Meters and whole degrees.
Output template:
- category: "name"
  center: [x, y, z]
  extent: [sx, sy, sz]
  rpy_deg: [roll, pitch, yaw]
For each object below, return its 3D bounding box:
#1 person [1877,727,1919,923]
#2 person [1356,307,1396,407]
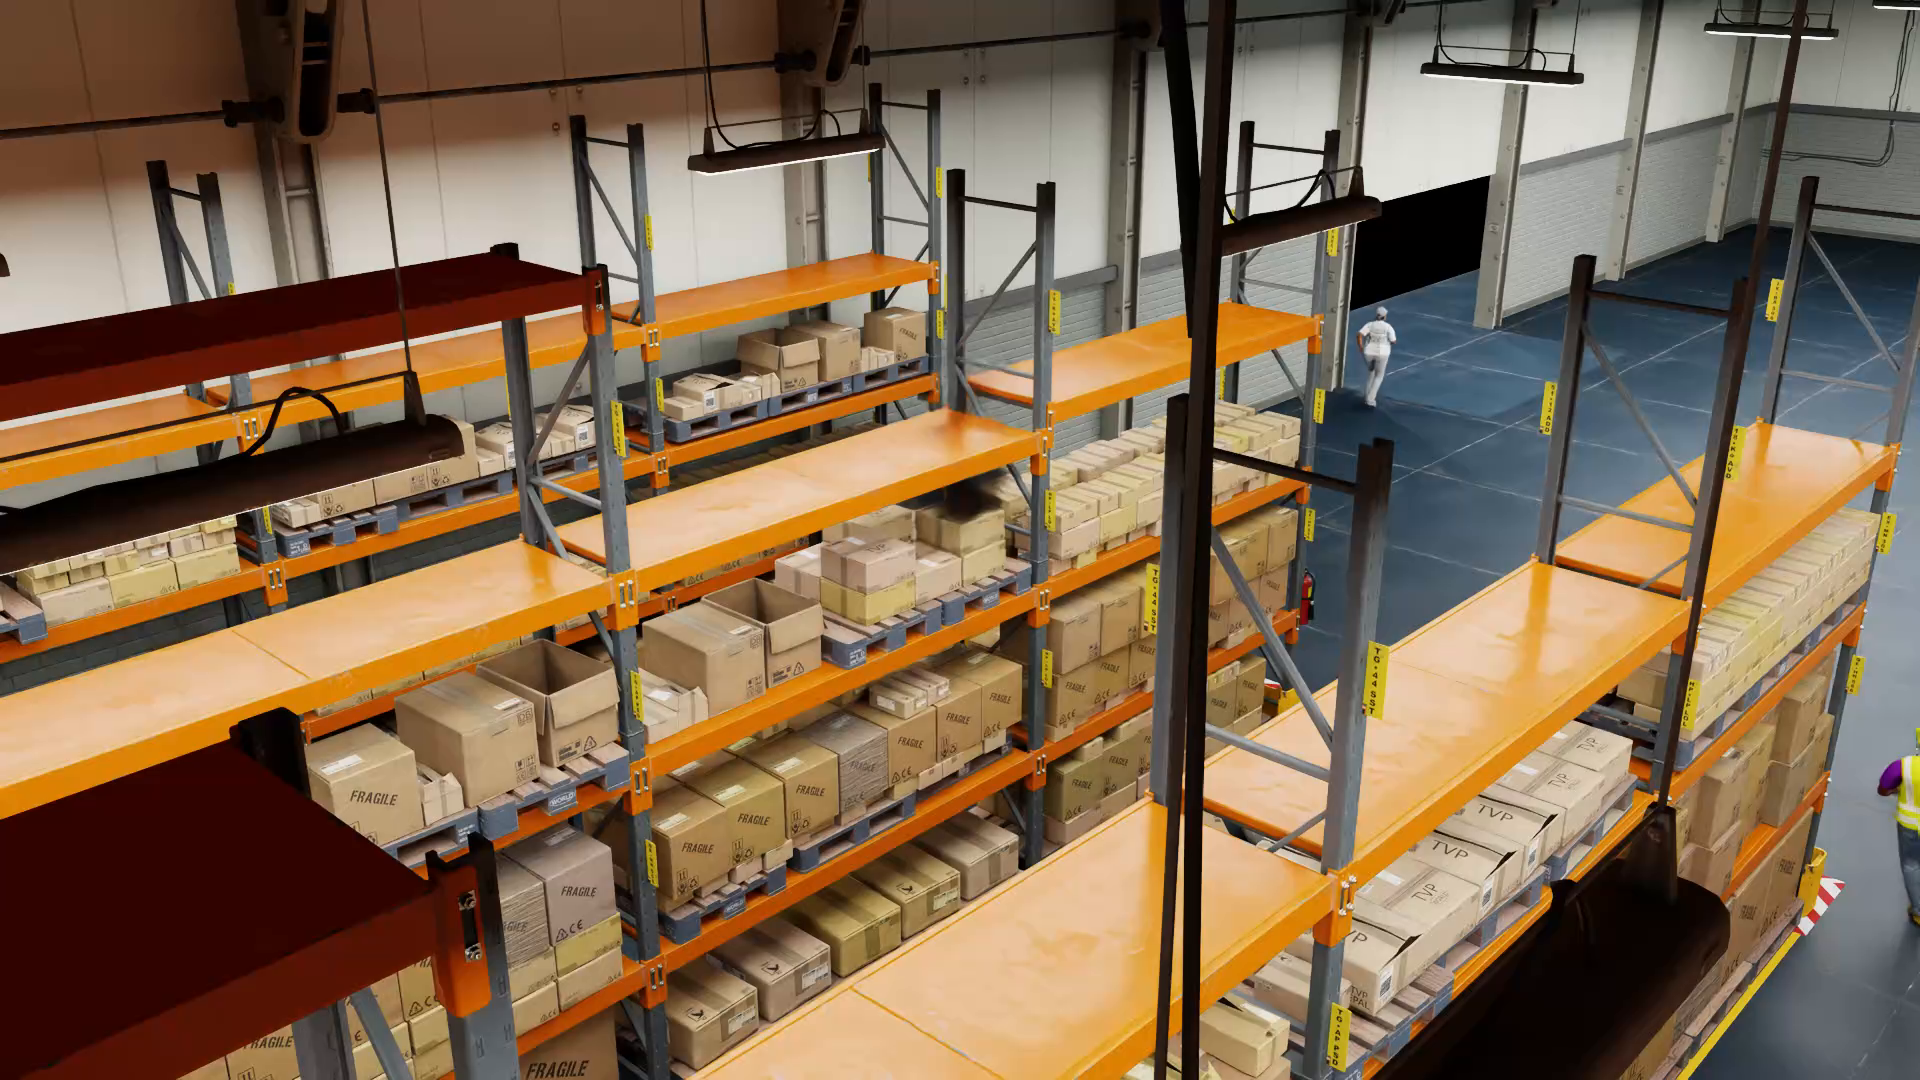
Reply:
- category: "person"
  center: [7.927, 2.291, 13.725]
  extent: [0.714, 1.722, 0.609]
  rpy_deg: [3, 21, 8]
- category: "person"
  center: [6.879, -2.998, 27.473]
  extent: [0.562, 1.730, 0.746]
  rpy_deg: [15, 26, 33]
